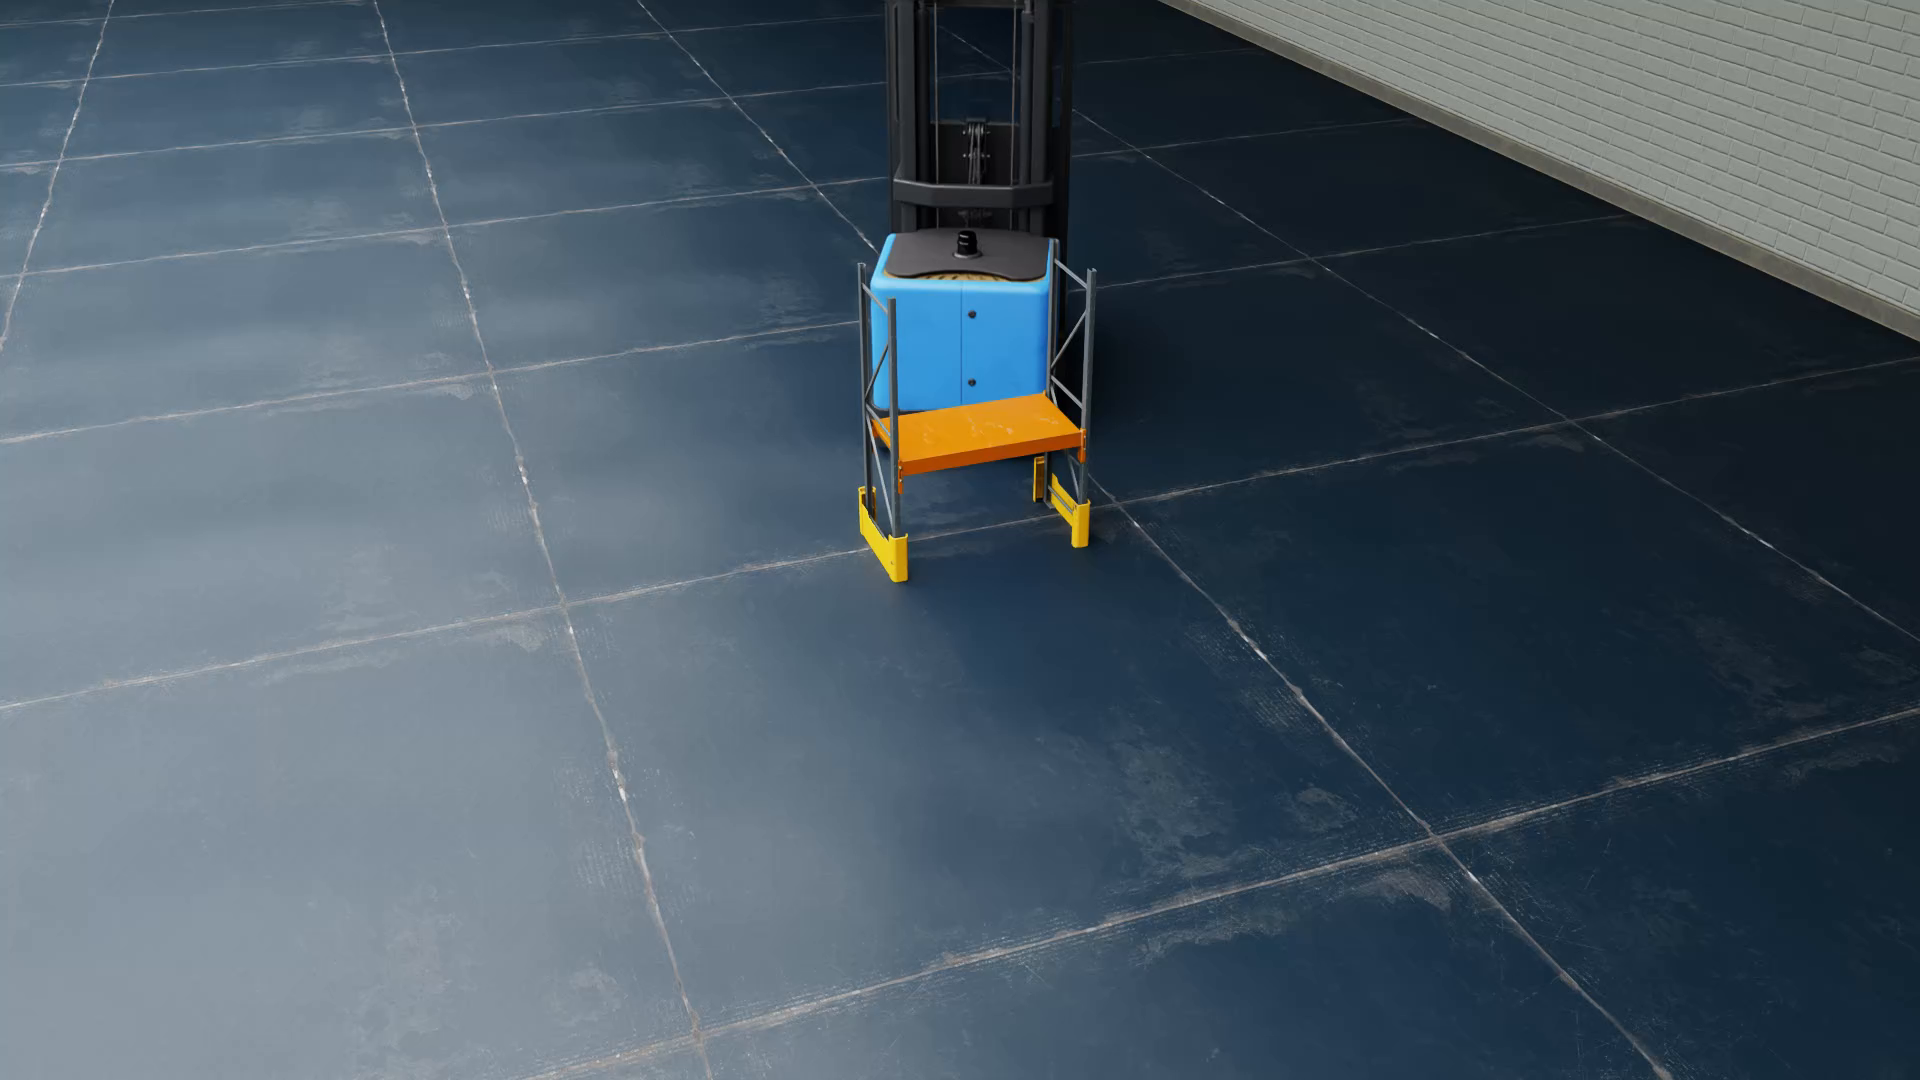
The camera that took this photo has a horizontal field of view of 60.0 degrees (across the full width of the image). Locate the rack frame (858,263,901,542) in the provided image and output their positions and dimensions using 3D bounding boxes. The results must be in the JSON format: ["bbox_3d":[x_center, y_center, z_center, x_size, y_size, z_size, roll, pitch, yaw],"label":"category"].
[{"bbox_3d":[-0.396,-0.579,8.251,0.032,1.500,0.500,-10,31,-18],"label":"rack frame"}]

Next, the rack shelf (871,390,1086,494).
[{"bbox_3d":[0.080,-0.510,8.494,1.000,0.185,0.538,-10,31,-18],"label":"rack shelf"}]

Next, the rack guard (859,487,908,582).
[{"bbox_3d":[-0.395,-0.036,8.560,0.087,0.250,0.587,-10,31,-18],"label":"rack guard"}]

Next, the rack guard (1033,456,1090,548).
[{"bbox_3d":[0.538,-0.208,8.862,0.087,0.250,0.587,-10,31,-18],"label":"rack guard"}]

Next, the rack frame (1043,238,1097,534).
[{"bbox_3d":[0.556,-0.754,8.559,0.032,1.500,0.500,-10,31,-18],"label":"rack frame"}]

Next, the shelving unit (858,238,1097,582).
[{"bbox_3d":[0.071,-0.665,8.402,1.083,1.500,0.587,-10,31,-18],"label":"shelving unit"}]

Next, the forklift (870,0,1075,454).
[{"bbox_3d":[0.136,-2.467,10.119,1.130,2.935,3.031,2,30,4],"label":"forklift"}]
